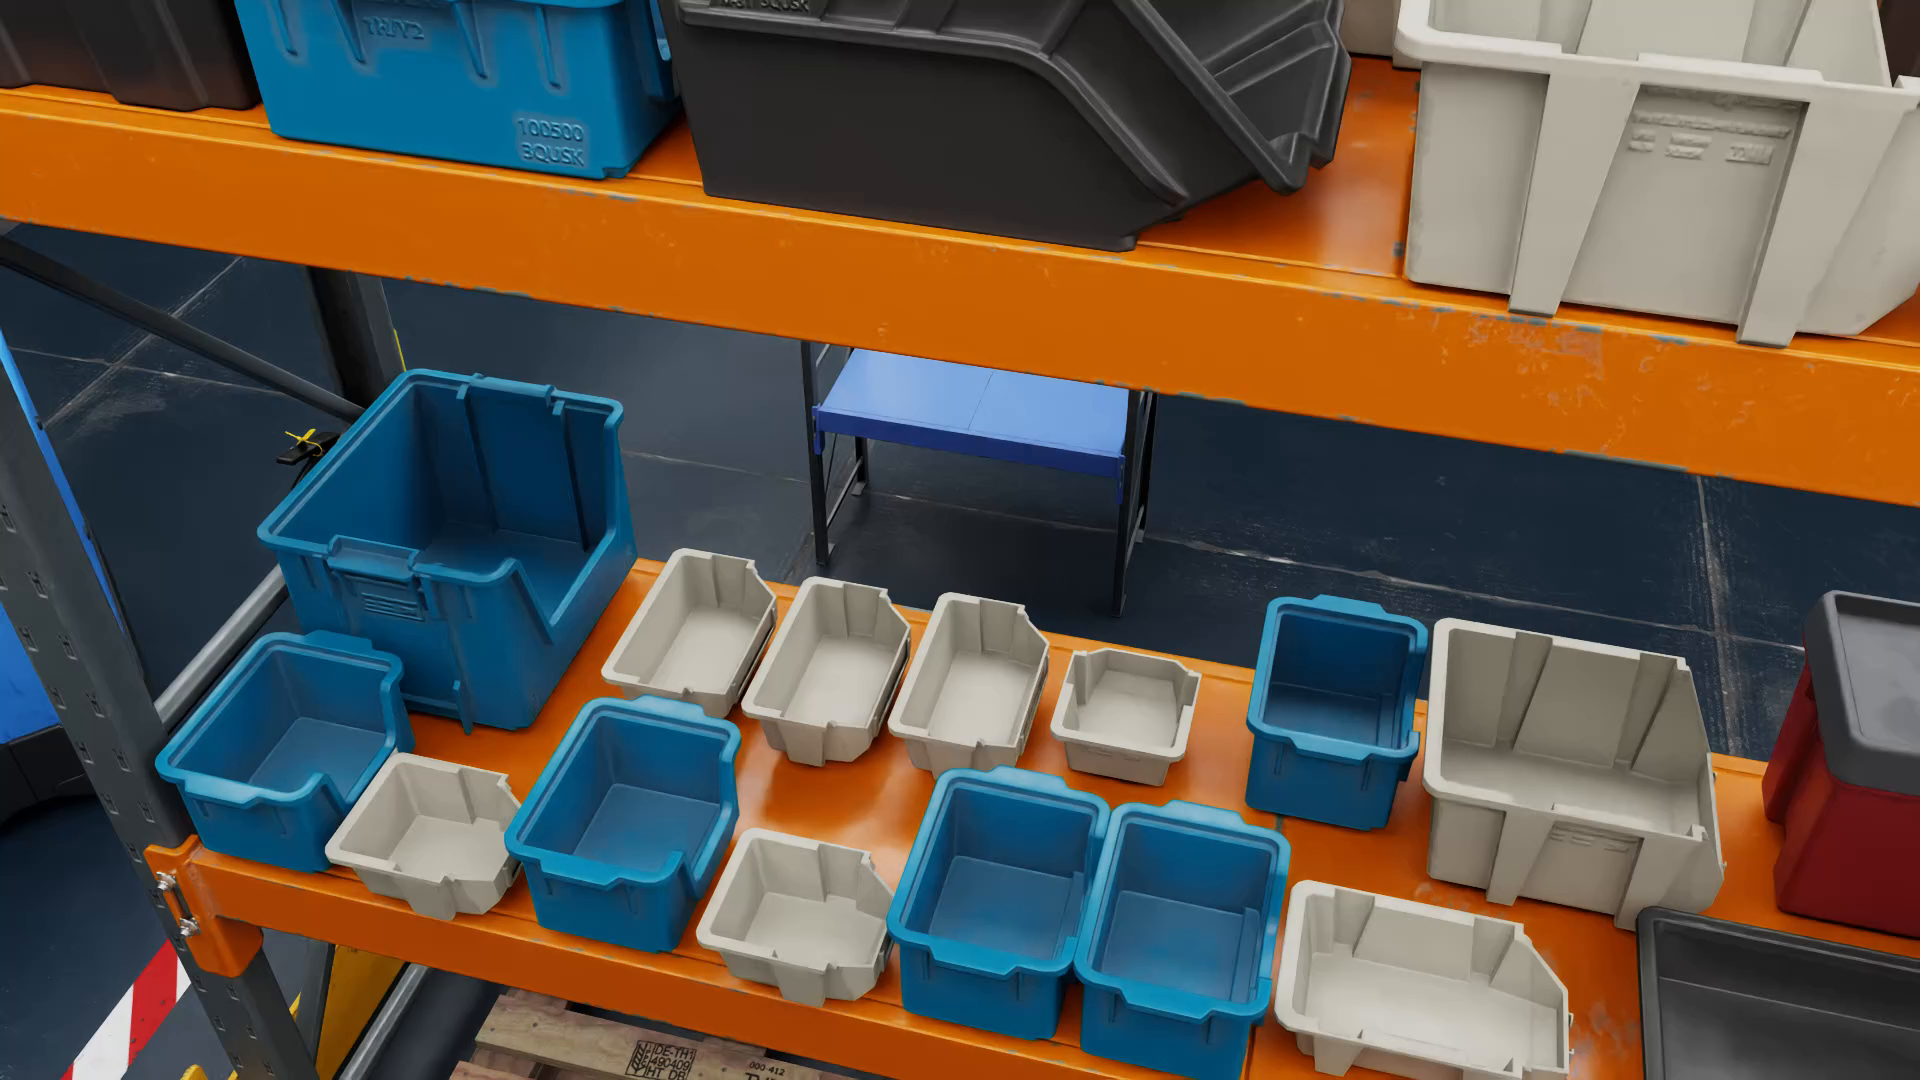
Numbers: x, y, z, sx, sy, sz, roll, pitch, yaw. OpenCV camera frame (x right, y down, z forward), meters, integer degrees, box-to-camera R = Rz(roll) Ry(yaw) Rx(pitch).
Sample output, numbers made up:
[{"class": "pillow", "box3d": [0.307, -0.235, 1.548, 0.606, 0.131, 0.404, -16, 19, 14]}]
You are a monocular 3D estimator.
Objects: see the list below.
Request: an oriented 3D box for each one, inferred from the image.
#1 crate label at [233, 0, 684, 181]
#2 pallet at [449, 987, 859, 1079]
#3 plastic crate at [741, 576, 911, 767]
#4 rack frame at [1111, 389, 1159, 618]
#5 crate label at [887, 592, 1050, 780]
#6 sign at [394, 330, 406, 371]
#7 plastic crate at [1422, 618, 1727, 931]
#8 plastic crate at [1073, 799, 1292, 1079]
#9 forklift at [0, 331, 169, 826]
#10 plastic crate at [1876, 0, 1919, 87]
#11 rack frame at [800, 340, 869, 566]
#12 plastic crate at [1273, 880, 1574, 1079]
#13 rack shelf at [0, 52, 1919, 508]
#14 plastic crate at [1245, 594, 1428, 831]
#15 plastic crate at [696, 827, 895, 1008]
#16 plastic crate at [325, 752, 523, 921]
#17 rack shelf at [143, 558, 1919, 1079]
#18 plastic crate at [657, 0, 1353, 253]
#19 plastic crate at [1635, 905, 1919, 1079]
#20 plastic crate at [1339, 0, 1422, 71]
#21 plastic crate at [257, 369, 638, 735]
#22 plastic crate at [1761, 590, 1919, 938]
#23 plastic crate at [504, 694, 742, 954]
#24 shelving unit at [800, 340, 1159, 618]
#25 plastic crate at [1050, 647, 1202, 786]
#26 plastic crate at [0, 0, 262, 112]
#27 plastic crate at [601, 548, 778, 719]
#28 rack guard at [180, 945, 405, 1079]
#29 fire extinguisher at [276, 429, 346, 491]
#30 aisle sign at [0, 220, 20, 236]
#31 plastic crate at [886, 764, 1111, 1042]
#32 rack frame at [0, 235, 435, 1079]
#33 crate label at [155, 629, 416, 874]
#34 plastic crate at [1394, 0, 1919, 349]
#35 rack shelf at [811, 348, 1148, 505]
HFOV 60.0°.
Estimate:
[{"class": "crate label", "box3d": [-0.549, -0.630, 1.951, 0.502, 0.251, 0.408, 10, 41, 11]}, {"class": "pallet", "box3d": [-0.570, 1.337, 3.994, 1.213, 0.211, 1.003, 10, 41, 11]}, {"class": "plastic crate", "box3d": [-0.246, 0.266, 3.259, 0.243, 0.136, 0.396, 10, 41, 11]}, {"class": "rack frame", "box3d": [0.573, -0.476, 5.150, 0.032, 1.500, 0.500, 10, 41, 11]}, {"class": "crate label", "box3d": [0.029, 0.297, 3.222, 0.243, 0.136, 0.396, 10, 41, 11]}, {"class": "sign", "box3d": [-1.230, -0.299, 3.647, 0.005, 0.325, 0.100, 10, 41, 11]}, {"class": "plastic crate", "box3d": [1.080, 0.427, 2.955, 0.530, 0.282, 0.437, 10, 41, 11]}, {"class": "plastic crate", "box3d": [0.358, 0.663, 2.712, 0.300, 0.233, 0.416, 10, 41, 11]}, {"class": "forklift", "box3d": [-3.868, -0.210, 3.721, 3.031, 2.935, 1.130, -22, 45, -24]}, {"class": "plastic crate", "box3d": [1.378, -0.703, 2.024, 0.590, 0.269, 0.497, 10, 41, 11]}, {"class": "rack frame", "box3d": [-0.409, -0.645, 5.351, 0.032, 1.500, 0.500, 10, 41, 11]}, {"class": "plastic crate", "box3d": [0.747, 0.748, 2.685, 0.466, 0.136, 0.293, 10, 41, 11]}, {"class": "rack shelf", "box3d": [0.575, -0.433, 2.160, 4.000, 0.370, 1.077, 10, 41, 11]}, {"class": "plastic crate", "box3d": [0.693, 0.331, 3.107, 0.300, 0.233, 0.416, 10, 41, 11]}, {"class": "plastic crate", "box3d": [-0.260, 0.649, 2.804, 0.298, 0.136, 0.250, 10, 41, 11]}, {"class": "plastic crate", "box3d": [-0.915, 0.536, 2.938, 0.298, 0.136, 0.250, 10, 41, 11]}, {"class": "rack shelf", "box3d": [0.575, 0.716, 3.125, 4.000, 0.370, 1.077, 10, 41, 11]}, {"class": "plastic crate", "box3d": [0.048, -0.592, 1.839, 0.767, 0.338, 0.504, 10, 41, 11]}, {"class": "plastic crate", "box3d": [1.356, 0.836, 2.590, 0.590, 0.125, 0.437, 10, 41, 11]}, {"class": "plastic crate", "box3d": [0.703, -0.751, 2.184, 0.530, 0.136, 0.437, 10, 41, 11]}, {"class": "plastic crate", "box3d": [-0.985, 0.011, 3.331, 0.499, 0.435, 0.616, 10, 41, 11]}, {"class": "plastic crate", "box3d": [1.709, 0.421, 2.820, 0.583, 0.464, 0.402, 10, 41, 11]}, {"class": "plastic crate", "box3d": [-0.568, 0.504, 2.901, 0.300, 0.233, 0.416, 10, 41, 11]}, {"class": "shelving unit", "box3d": [0.082, -0.560, 5.251, 1.048, 1.500, 0.538, 10, 41, 11]}, {"class": "plastic crate", "box3d": [0.320, 0.335, 3.177, 0.250, 0.136, 0.298, 10, 41, 11]}, {"class": "plastic crate", "box3d": [-1.057, -0.754, 2.084, 0.590, 0.269, 0.497, 10, 41, 11]}, {"class": "plastic crate", "box3d": [-0.522, 0.209, 3.327, 0.243, 0.136, 0.396, 10, 41, 11]}, {"class": "rack guard", "box3d": [-1.383, 1.069, 4.088, 0.348, 0.500, 1.175, 10, 41, 11]}, {"class": "fire extinguisher", "box3d": [-1.385, -0.027, 3.800, 0.183, 0.674, 0.296, 10, 41, 11]}, {"class": "aisle sign", "box3d": [-1.503, -0.715, 2.248, 0.004, 0.787, 0.394, 10, 41, 11]}, {"class": "plastic crate", "box3d": [0.068, 0.613, 2.771, 0.300, 0.233, 0.416, 10, 41, 11]}, {"class": "rack frame", "box3d": [-1.357, 0.108, 3.289, 0.127, 3.000, 1.000, 10, 41, 11]}, {"class": "crate label", "box3d": [-1.204, 0.394, 3.032, 0.303, 0.233, 0.416, 10, 41, 11]}, {"class": "plastic crate", "box3d": [0.704, -0.435, 1.696, 0.530, 0.282, 0.437, 10, 41, 11]}, {"class": "rack shelf", "box3d": [0.082, -0.422, 5.366, 1.000, 0.185, 0.538, 10, 41, 11]}]
